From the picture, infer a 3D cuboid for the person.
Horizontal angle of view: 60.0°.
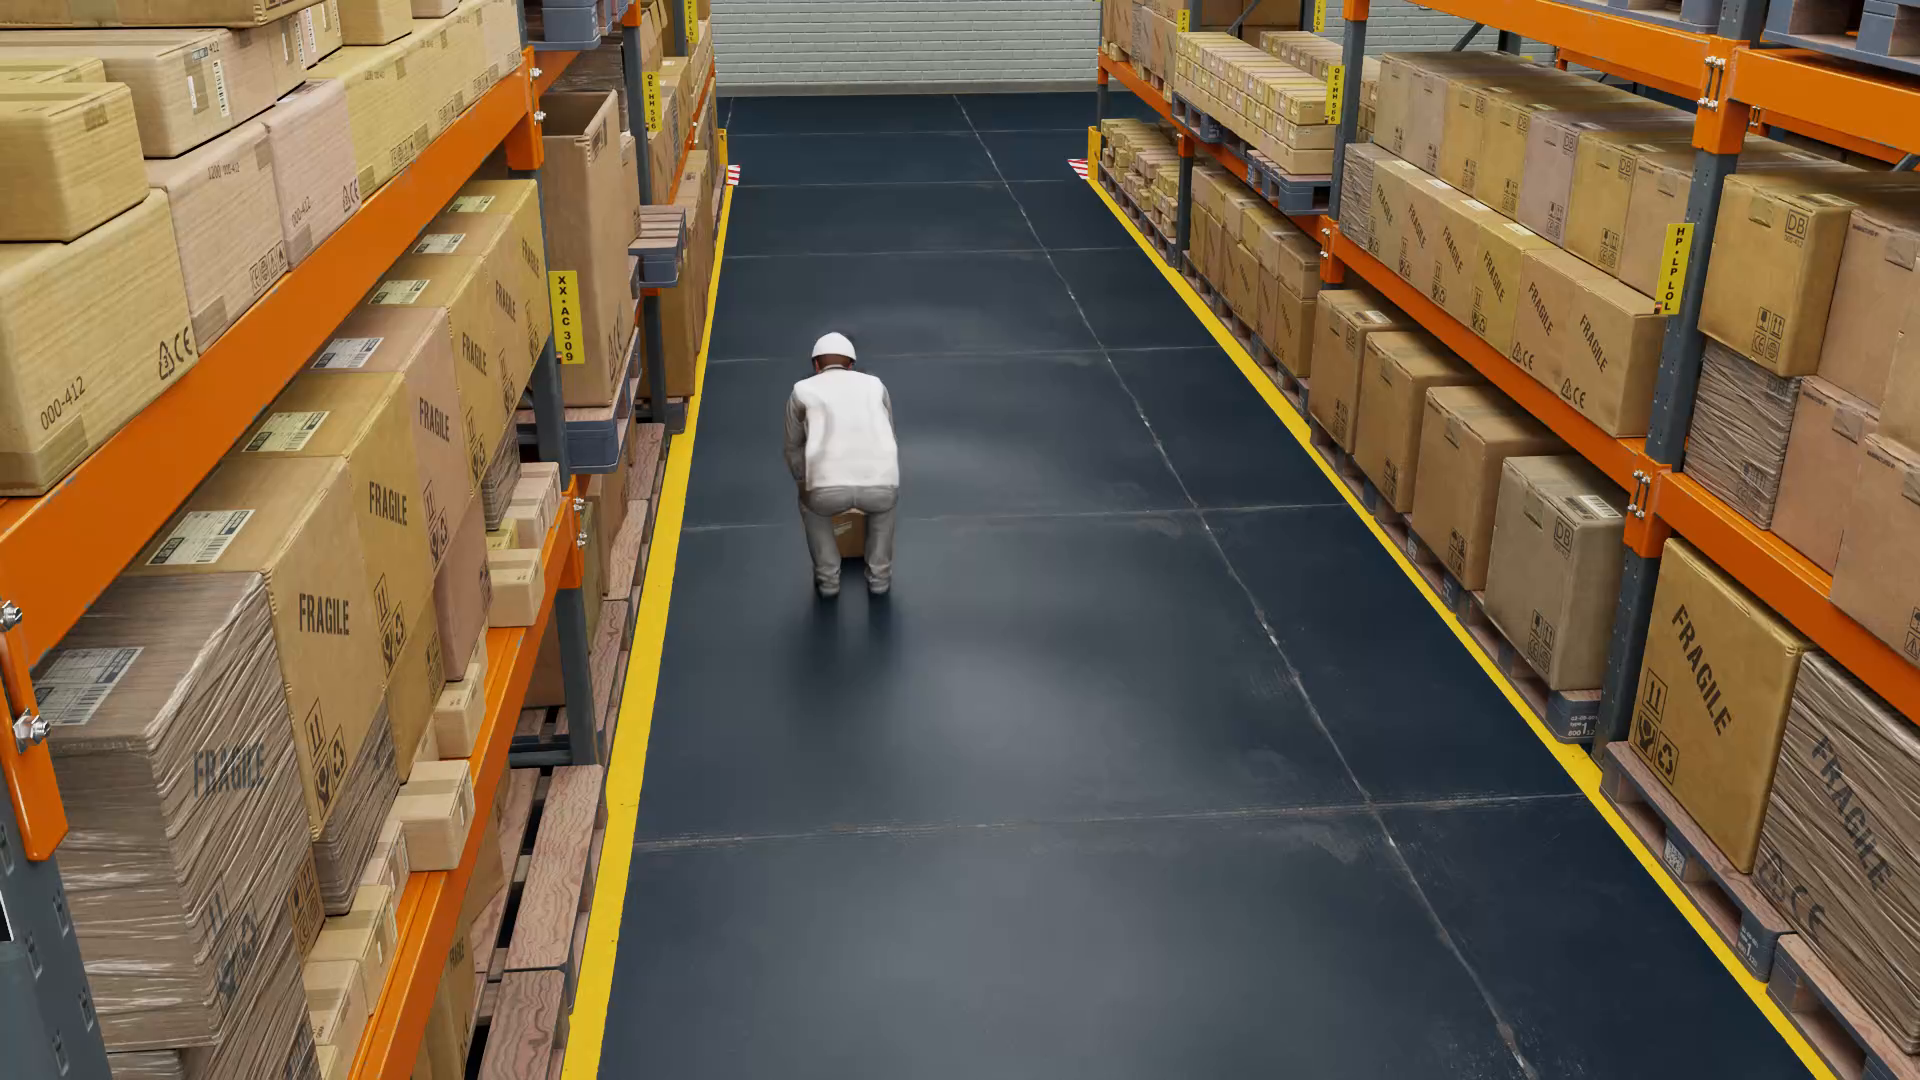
[{"bbox_3d":[-3.895,-2.230,6.635,7.197,5.811,11.417,-2,24,-5],"label":"person"}]
